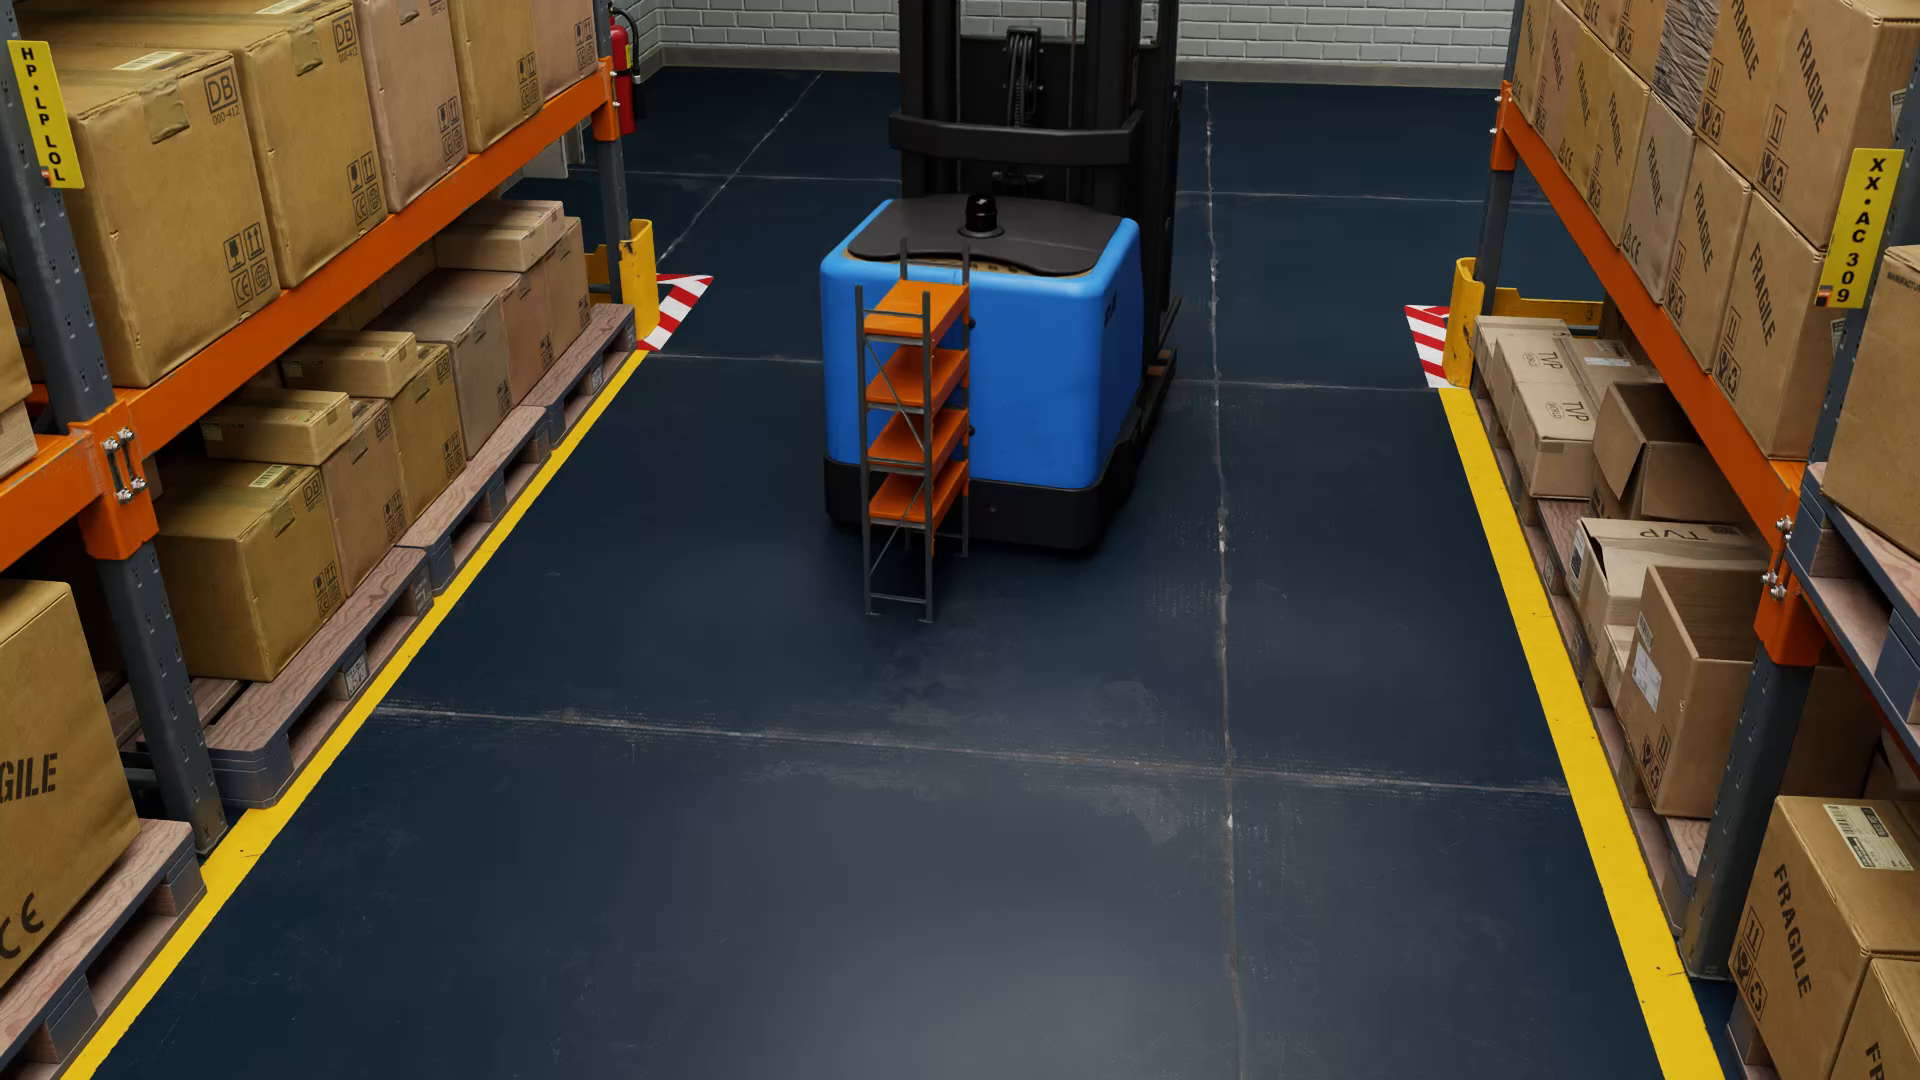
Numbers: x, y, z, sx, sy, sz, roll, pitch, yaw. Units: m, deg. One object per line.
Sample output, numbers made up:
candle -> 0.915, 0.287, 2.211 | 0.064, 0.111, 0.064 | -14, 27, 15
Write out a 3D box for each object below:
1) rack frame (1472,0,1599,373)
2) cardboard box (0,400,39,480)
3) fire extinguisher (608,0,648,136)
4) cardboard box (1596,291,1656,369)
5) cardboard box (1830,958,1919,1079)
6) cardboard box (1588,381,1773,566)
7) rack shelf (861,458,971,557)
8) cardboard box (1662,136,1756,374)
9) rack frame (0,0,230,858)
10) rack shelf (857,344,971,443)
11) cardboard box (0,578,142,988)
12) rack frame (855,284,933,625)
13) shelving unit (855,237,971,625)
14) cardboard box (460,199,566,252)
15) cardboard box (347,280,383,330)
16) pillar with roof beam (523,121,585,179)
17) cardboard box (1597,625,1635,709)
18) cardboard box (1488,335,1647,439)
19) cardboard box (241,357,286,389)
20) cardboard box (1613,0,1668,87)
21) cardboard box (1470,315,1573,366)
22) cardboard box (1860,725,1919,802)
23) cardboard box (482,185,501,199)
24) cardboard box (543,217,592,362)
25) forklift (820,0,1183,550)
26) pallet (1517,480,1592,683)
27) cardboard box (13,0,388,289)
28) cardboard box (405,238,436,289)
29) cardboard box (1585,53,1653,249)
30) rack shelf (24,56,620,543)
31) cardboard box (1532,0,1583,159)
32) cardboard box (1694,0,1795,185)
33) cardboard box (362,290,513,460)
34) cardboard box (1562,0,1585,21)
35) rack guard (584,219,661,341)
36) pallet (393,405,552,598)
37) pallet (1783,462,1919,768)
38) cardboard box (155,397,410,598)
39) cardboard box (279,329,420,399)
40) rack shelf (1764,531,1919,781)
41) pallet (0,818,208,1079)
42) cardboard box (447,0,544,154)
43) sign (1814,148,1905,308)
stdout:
rack frame -> 2.829, -2.094, 6.973 | 1.000, 3.000, 0.127 | 3, 28, 6
cardboard box -> -2.338, -0.219, 3.739 | 0.380, 0.149, 0.250 | 4, 29, 7
fire extinguisher -> -1.611, -2.226, 7.693 | 0.296, 0.674, 0.183 | 3, 28, 6
cardboard box -> 3.007, -0.917, 6.960 | 0.500, 0.500, 0.500 | 3, 28, 6
cardboard box -> 1.984, 1.161, 3.103 | 0.500, 0.500, 0.500 | 4, 29, 7
cardboard box -> 2.564, -0.190, 5.608 | 0.797, 0.503, 0.637 | 3, 28, 6
rack shelf -> -0.148, -0.133, 5.791 | 0.258, 0.148, 0.480 | 7, 29, 13
cardboard box -> 2.208, -0.748, 4.370 | 0.500, 0.500, 0.500 | 4, 29, 8
rack frame -> -2.577, -0.497, 4.010 | 1.000, 3.000, 0.127 | 3, 28, 6
rack shelf -> -0.148, -0.504, 5.591 | 0.258, 0.148, 0.480 | 7, 29, 13
cardboard box -> -2.528, 0.578, 3.838 | 0.750, 0.750, 0.750 | 4, 29, 7
rack frame -> -0.211, -0.255, 5.458 | 0.240, 1.200, 0.015 | 7, 29, 13
shelving unit -> -0.148, -0.367, 5.665 | 0.258, 1.200, 0.503 | 7, 29, 13
cardboard box -> -1.909, -1.343, 7.090 | 0.380, 0.149, 0.250 | 3, 28, 6
cardboard box -> -2.411, -0.888, 6.244 | 0.380, 0.149, 0.250 | 4, 29, 7
pillar with roof beam -> 1.658, -6.092, 8.070 | 9.100, 9.000, 0.400 | 3, 28, 6
cardboard box -> 2.114, 0.386, 4.913 | 0.380, 0.149, 0.250 | 3, 28, 6
cardboard box -> 2.420, -0.602, 6.640 | 0.500, 0.250, 0.500 | 3, 28, 6
cardboard box -> -2.505, -0.528, 5.577 | 0.380, 0.149, 0.250 | 2, 28, 5
cardboard box -> 2.329, -1.663, 5.015 | 0.500, 0.500, 0.500 | 3, 28, 6
cardboard box -> 2.437, -0.855, 7.216 | 0.380, 0.149, 0.250 | 3, 28, 6
cardboard box -> 2.605, 0.594, 4.355 | 0.500, 0.311, 0.500 | 3, 28, 6
cardboard box -> -2.257, -1.485, 7.352 | 0.380, 0.149, 0.250 | 4, 29, 7
cardboard box -> -2.074, -1.129, 7.375 | 0.700, 0.500, 0.500 | 3, 28, 6
forklift -> 0.362, -1.938, 6.757 | 1.130, 2.935, 3.031 | 7, 29, 13
pallet -> 2.571, 0.118, 5.809 | 1.003, 0.211, 1.213 | 3, 28, 6
cardboard box -> -2.400, -1.227, 5.048 | 0.980, 0.700, 0.700 | 3, 28, 5
cardboard box -> -2.349, -1.129, 6.691 | 0.380, 0.149, 0.250 | 4, 29, 7
cardboard box -> 2.328, -1.230, 5.264 | 0.500, 0.500, 0.500 | 4, 29, 7
rack shelf -> -2.332, -1.122, 5.928 | 1.077, 0.370, 4.000 | 3, 28, 6
cardboard box -> 2.455, -1.701, 6.139 | 0.500, 0.500, 0.500 | 3, 28, 6
cardboard box -> 2.204, -1.189, 4.135 | 0.500, 0.500, 0.500 | 3, 28, 5
cardboard box -> -2.196, -0.656, 6.499 | 0.700, 0.500, 0.500 | 2, 28, 5
cardboard box -> 2.457, -2.138, 5.896 | 0.500, 0.500, 0.500 | 4, 29, 7
rack guard -> -2.084, -1.291, 8.118 | 1.175, 0.500, 0.348 | 3, 28, 6
pallet -> -2.260, -0.198, 6.396 | 1.003, 0.211, 1.213 | 3, 28, 6
pallet -> 2.133, 0.244, 2.838 | 1.003, 0.211, 1.213 | 3, 28, 6
cardboard box -> -2.319, -0.164, 5.584 | 0.700, 0.500, 0.500 | 3, 28, 6
cardboard box -> -2.097, -0.609, 5.727 | 0.380, 0.149, 0.250 | 3, 28, 5
rack shelf -> 2.094, 1.047, 1.902 | 1.077, 0.370, 4.000 | 3, 28, 6
pallet -> -2.597, 1.098, 3.989 | 1.003, 0.211, 1.213 | 3, 28, 6
cardboard box -> -2.218, -1.928, 6.350 | 0.980, 0.700, 0.700 | 3, 28, 6
sign -> 1.800, -0.620, 3.325 | 0.100, 0.325, 0.005 | 3, 28, 6
